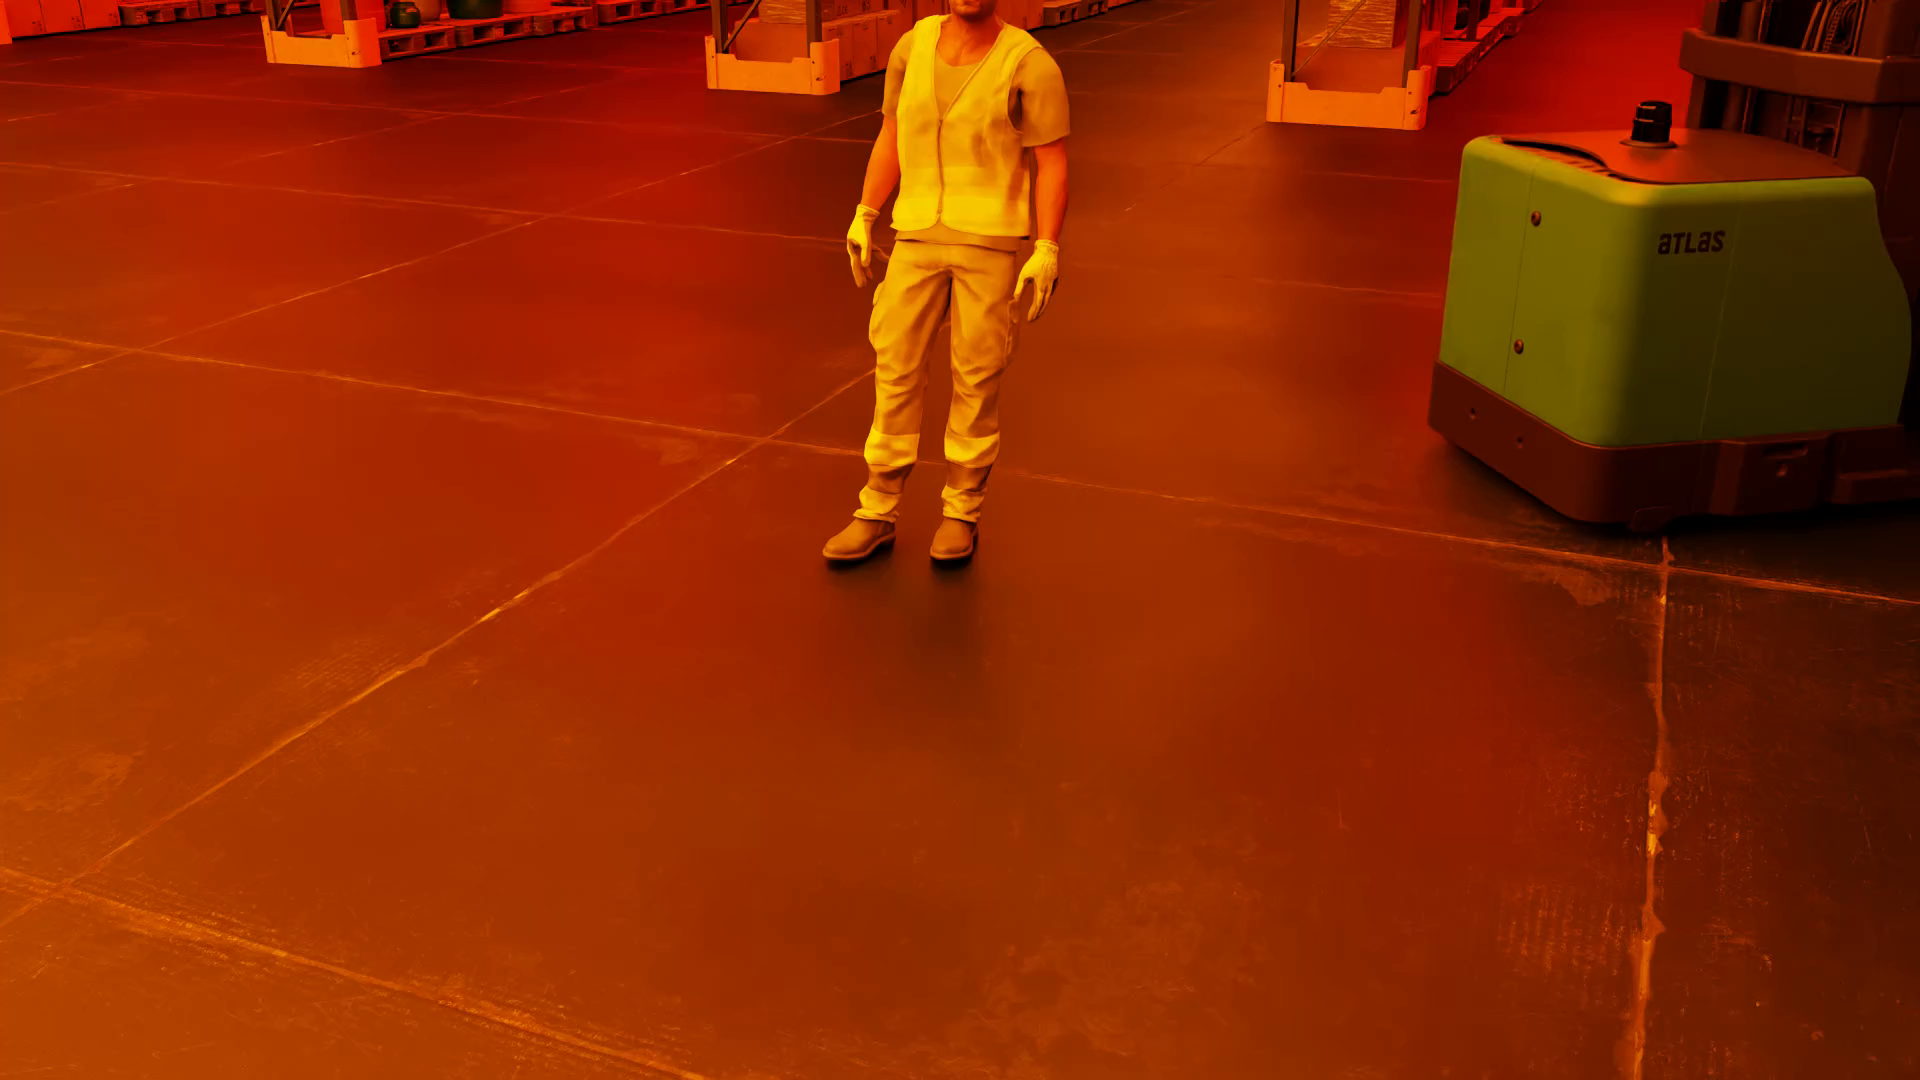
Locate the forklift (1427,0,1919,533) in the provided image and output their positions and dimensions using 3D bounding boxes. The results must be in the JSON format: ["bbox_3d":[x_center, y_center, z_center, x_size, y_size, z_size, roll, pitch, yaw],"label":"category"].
[{"bbox_3d":[3.226,-1.653,5.247,3.031,2.935,1.130,-5,23,-12],"label":"forklift"}]

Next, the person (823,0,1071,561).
[{"bbox_3d":[-0.041,-0.805,4.681,0.638,1.787,0.564,9,24,21],"label":"person"}]
